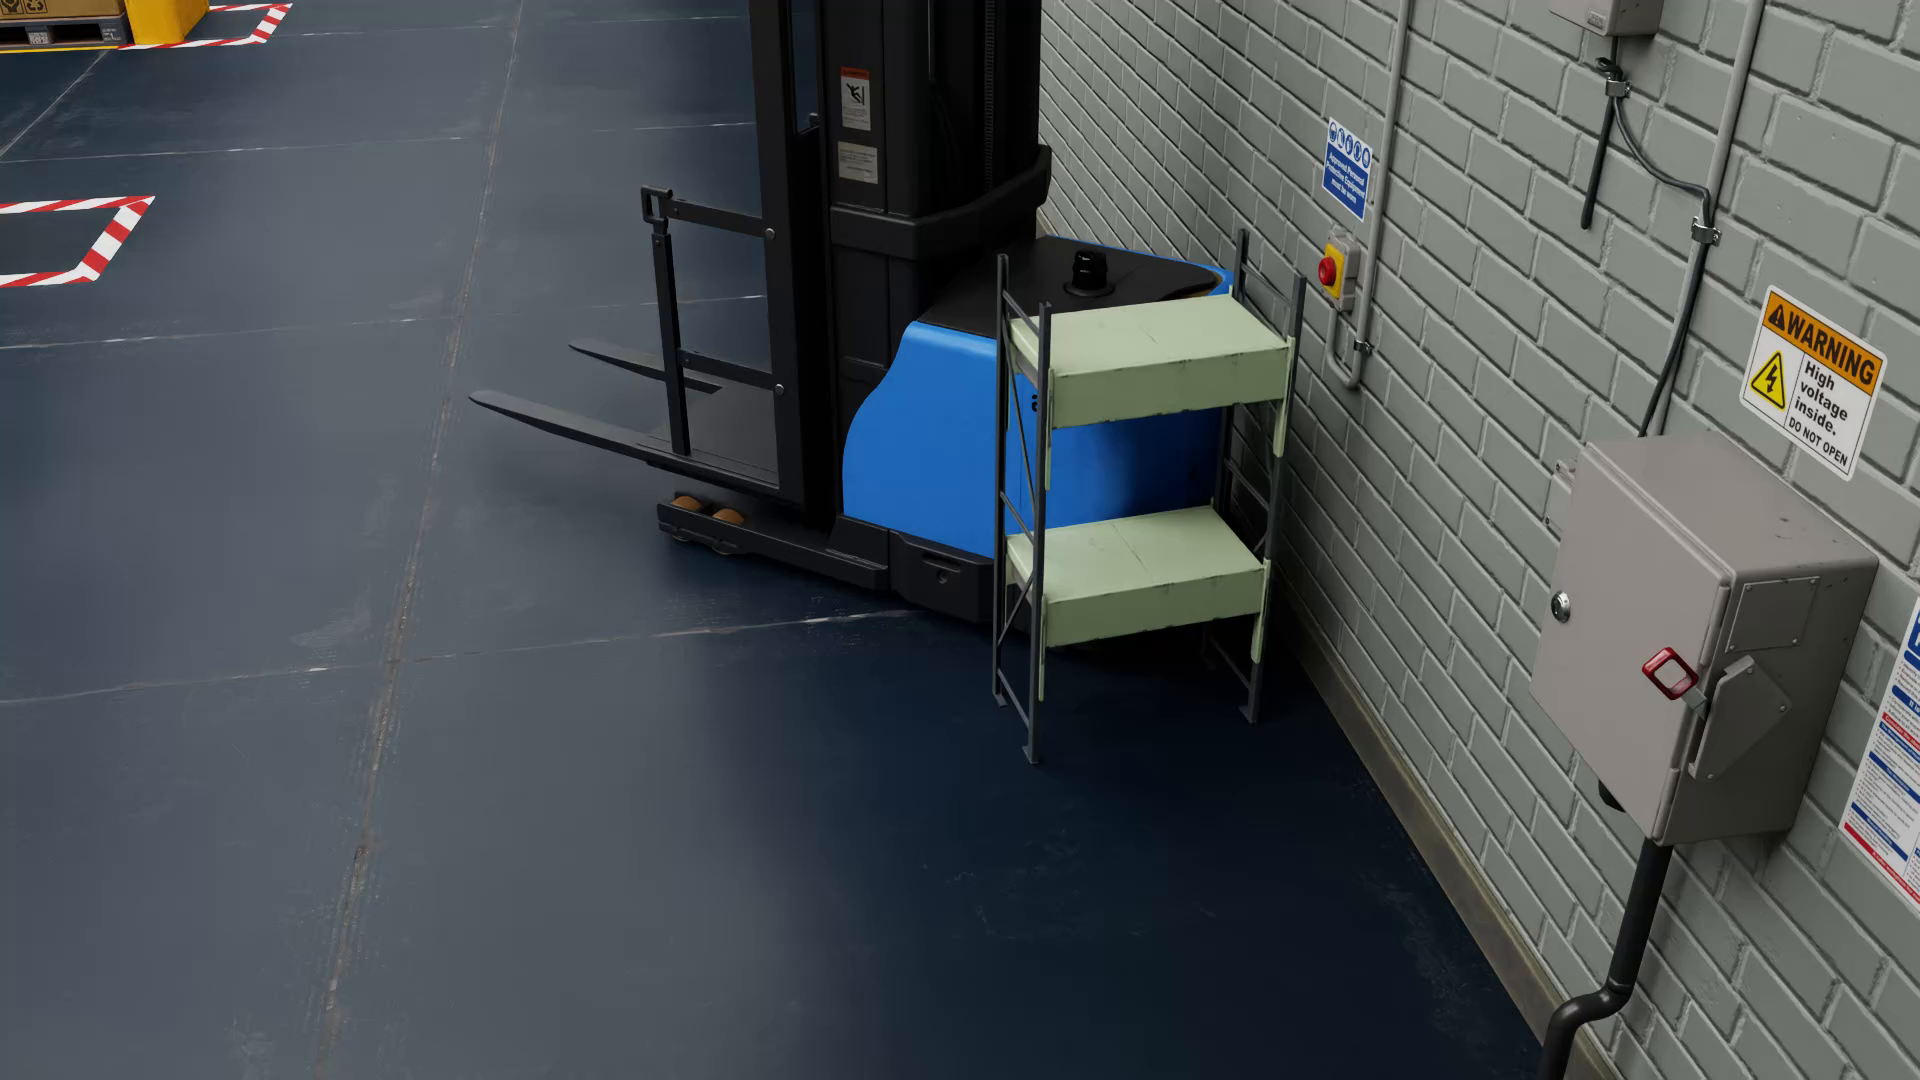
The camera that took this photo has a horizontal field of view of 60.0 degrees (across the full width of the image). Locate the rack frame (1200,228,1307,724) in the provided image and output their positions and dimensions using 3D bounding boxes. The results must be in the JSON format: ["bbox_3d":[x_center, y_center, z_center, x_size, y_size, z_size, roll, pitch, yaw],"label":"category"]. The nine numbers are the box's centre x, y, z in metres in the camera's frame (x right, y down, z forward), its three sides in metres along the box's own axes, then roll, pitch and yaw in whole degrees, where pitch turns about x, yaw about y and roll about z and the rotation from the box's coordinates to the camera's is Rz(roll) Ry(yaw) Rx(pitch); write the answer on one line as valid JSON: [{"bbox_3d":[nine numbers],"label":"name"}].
[{"bbox_3d":[0.874,-0.162,5.046,0.023,1.500,0.400,-9,32,-14],"label":"rack frame"}]

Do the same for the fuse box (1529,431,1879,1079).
[{"bbox_3d":[1.316,0.674,3.416,0.414,1.711,0.539,-5,31,-9],"label":"fuse box"}]

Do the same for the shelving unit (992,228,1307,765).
[{"bbox_3d":[0.523,-0.109,4.956,0.755,1.500,0.431,-9,32,-14],"label":"shelving unit"}]

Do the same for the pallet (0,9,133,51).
[{"bbox_3d":[-7.019,-4.043,12.917,1.213,0.211,1.003,-5,31,-9],"label":"pallet"}]

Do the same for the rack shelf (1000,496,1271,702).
[{"bbox_3d":[0.523,0.172,5.121,0.720,0.370,0.431,-9,32,-14],"label":"rack shelf"}]

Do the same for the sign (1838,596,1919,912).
[{"bbox_3d":[1.609,0.387,2.727,0.001,0.494,0.329,-5,31,-9],"label":"sign"}]

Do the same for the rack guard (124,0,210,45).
[{"bbox_3d":[-6.223,-4.281,13.038,0.348,0.500,1.175,-5,31,-9],"label":"rack guard"}]

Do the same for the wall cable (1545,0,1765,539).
[{"bbox_3d":[1.348,-0.674,3.435,0.122,1.984,0.588,-5,31,-9],"label":"wall cable"}]

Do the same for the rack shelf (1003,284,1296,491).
[{"bbox_3d":[0.523,-0.446,4.758,0.720,0.370,0.431,-9,32,-14],"label":"rack shelf"}]

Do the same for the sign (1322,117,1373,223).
[{"bbox_3d":[1.133,-1.088,4.875,0.001,0.218,0.327,-5,31,-9],"label":"sign"}]

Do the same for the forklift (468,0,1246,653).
[{"bbox_3d":[-0.540,-1.422,5.777,3.031,2.935,1.130,16,34,26],"label":"forklift"}]

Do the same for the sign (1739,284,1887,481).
[{"bbox_3d":[1.510,-0.284,2.959,0.001,0.242,0.339,-5,31,-9],"label":"sign"}]

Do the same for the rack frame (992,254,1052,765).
[{"bbox_3d":[0.172,-0.057,4.867,0.023,1.500,0.400,-9,32,-14],"label":"rack frame"}]

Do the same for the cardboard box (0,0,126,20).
[{"bbox_3d":[-6.861,-4.524,12.666,0.875,0.875,0.875,-5,31,-9],"label":"cardboard box"}]

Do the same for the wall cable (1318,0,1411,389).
[{"bbox_3d":[1.081,-1.394,4.628,0.123,1.953,0.585,-5,31,-9],"label":"wall cable"}]
